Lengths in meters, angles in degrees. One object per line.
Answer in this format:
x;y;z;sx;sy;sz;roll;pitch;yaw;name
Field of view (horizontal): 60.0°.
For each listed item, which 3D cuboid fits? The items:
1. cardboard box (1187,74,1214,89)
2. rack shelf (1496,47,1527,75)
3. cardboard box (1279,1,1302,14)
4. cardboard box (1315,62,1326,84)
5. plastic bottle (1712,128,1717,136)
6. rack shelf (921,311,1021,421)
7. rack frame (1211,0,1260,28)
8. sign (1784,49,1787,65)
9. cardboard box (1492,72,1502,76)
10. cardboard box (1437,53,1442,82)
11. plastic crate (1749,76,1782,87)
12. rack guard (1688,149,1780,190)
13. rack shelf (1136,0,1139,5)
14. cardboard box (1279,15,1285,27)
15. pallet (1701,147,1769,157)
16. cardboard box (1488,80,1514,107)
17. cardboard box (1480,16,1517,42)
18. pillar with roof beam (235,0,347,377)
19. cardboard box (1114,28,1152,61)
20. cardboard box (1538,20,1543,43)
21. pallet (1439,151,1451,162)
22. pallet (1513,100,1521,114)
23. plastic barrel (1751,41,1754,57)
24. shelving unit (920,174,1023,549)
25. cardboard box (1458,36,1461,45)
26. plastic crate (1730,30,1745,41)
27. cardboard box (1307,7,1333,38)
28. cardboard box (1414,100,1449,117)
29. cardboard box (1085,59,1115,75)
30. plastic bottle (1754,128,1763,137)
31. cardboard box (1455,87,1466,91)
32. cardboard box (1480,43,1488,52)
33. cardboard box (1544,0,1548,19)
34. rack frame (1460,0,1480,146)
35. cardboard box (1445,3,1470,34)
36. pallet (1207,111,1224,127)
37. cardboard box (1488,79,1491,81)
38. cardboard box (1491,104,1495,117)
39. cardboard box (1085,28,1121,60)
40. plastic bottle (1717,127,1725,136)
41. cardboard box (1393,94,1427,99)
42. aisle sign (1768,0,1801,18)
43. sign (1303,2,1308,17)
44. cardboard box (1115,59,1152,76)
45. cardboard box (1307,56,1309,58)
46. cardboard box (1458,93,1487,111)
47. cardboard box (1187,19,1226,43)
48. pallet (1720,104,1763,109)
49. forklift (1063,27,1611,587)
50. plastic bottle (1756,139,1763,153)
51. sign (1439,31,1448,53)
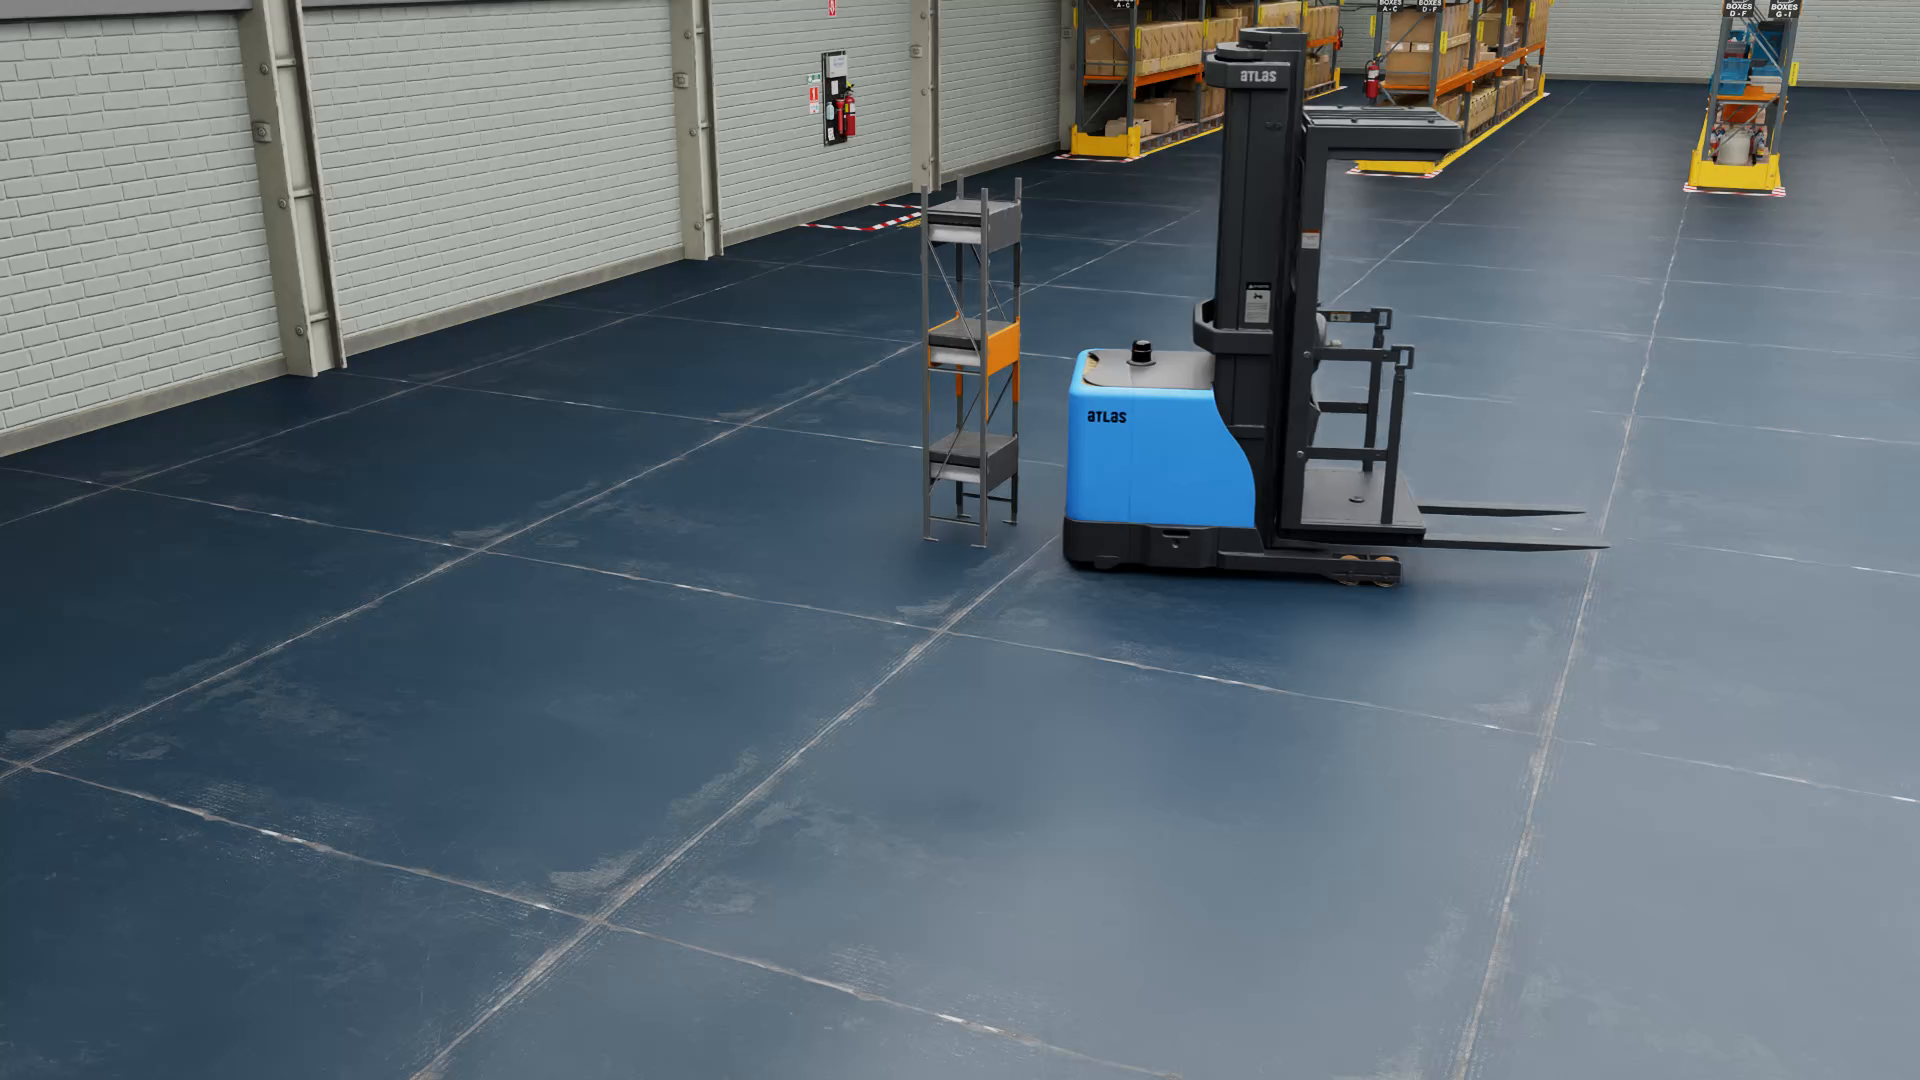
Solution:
4.772;-9.140;33.147;0.500;0.250;0.500;8;21;21;cardboard box
11.077;-10.051;34.829;1.077;0.370;4.000;9;21;23;rack shelf
7.417;-12.053;37.640;0.500;0.250;0.500;9;22;24;cardboard box
8.613;-11.543;41.052;0.700;0.500;0.500;8;21;23;cardboard box
12.351;-6.587;27.311;0.144;0.351;0.185;8;21;20;plastic bottle
0.068;-1.027;9.764;0.431;0.518;0.480;9;21;23;rack shelf
5.737;-10.458;34.898;1.000;3.000;0.127;9;21;23;rack frame
13.635;-7.927;27.369;0.100;0.325;0.005;9;21;23;sign
11.870;-10.244;37.372;0.500;0.500;0.500;9;21;23;cardboard box
7.395;-7.683;26.946;0.700;0.500;0.500;9;22;24;cardboard box
12.704;-7.220;26.188;0.530;0.136;0.437;9;21;23;plastic crate
11.488;-5.505;24.701;1.175;0.500;0.348;9;21;23;rack guard
3.280;-9.698;29.358;1.077;0.370;4.000;9;21;23;rack shelf
6.803;-11.238;36.470;0.500;0.500;0.500;9;22;24;cardboard box
12.824;-6.362;27.543;1.003;0.211;1.213;9;21;23;pallet
11.333;-9.382;34.948;0.500;0.500;0.500;8;21;21;cardboard box
11.229;-10.698;34.798;0.700;0.500;0.500;3;20;9;cardboard box
-1.485;-5.078;10.818;9.100;9.000;0.400;9;21;23;pillar with roof beam
2.931;-8.409;28.212;0.500;0.500;0.500;9;21;23;cardboard box
13.180;-11.787;38.485;0.500;0.500;0.500;9;21;23;cardboard box
7.758;-6.631;28.299;1.003;0.211;1.213;9;21;23;pallet
11.597;-9.434;36.181;1.003;0.211;1.213;9;21;23;pallet
14.207;-8.558;29.355;0.433;0.535;0.433;0;20;0;plastic barrel
0.068;-1.040;9.759;0.431;2.100;0.503;9;21;23;shelving unit
8.286;-8.486;28.236;0.380;0.149;0.250;8;21;22;cardboard box
16.293;-10.531;35.039;0.392;0.384;0.575;9;21;23;plastic crate
8.526;-12.663;40.652;0.980;0.700;0.700;8;21;22;cardboard box
7.800;-7.030;27.618;0.500;0.500;0.500;9;21;23;cardboard box
2.476;-8.120;28.519;0.500;0.250;0.500;9;21;23;cardboard box
13.137;-6.598;27.342;0.144;0.351;0.185;8;21;21;plastic bottle
9.775;-8.826;32.949;0.500;0.311;0.500;9;22;25;cardboard box
10.069;-9.632;32.709;0.500;0.311;0.500;10;22;26;cardboard box
13.396;-12.414;38.759;0.500;0.500;0.500;9;22;24;cardboard box
8.620;-8.556;29.551;1.000;3.000;0.127;9;21;23;rack frame
8.444;-9.078;28.933;0.700;0.500;0.500;9;21;23;cardboard box
4.915;-8.533;33.649;1.003;0.211;1.213;9;21;23;pallet
11.056;-9.601;35.562;0.500;0.500;0.500;9;21;23;cardboard box
10.265;-8.487;32.834;0.500;0.250;0.500;9;22;24;cardboard box
2.460;-8.477;28.404;0.500;0.500;0.500;8;21;22;cardboard box
12.560;-6.625;27.418;0.144;0.351;0.185;9;21;23;plastic bottle
7.735;-7.407;28.679;0.500;0.500;0.500;9;21;23;cardboard box
11.737;-7.815;23.588;0.394;0.787;0.004;9;21;23;aisle sign
7.874;-12.117;37.954;0.100;0.325;0.005;9;21;23;sign
2.951;-8.056;28.340;0.500;0.250;0.500;8;21;21;cardboard box
8.377;-11.835;40.908;0.380;0.149;0.250;9;21;23;cardboard box
9.645;-8.285;31.429;0.500;0.311;0.500;9;22;24;cardboard box
4.815;-10.016;32.849;0.700;0.500;0.500;12;23;30;cardboard box
16.679;-9.237;35.628;1.003;0.211;1.213;9;21;23;pallet
2.145;-1.308;9.273;3.031;2.935;1.130;2;20;7;forklift
12.707;-6.221;26.401;0.097;0.271;0.097;0;20;0;plastic bottle
7.486;-7.701;25.735;0.100;0.325;0.005;9;21;23;sign
